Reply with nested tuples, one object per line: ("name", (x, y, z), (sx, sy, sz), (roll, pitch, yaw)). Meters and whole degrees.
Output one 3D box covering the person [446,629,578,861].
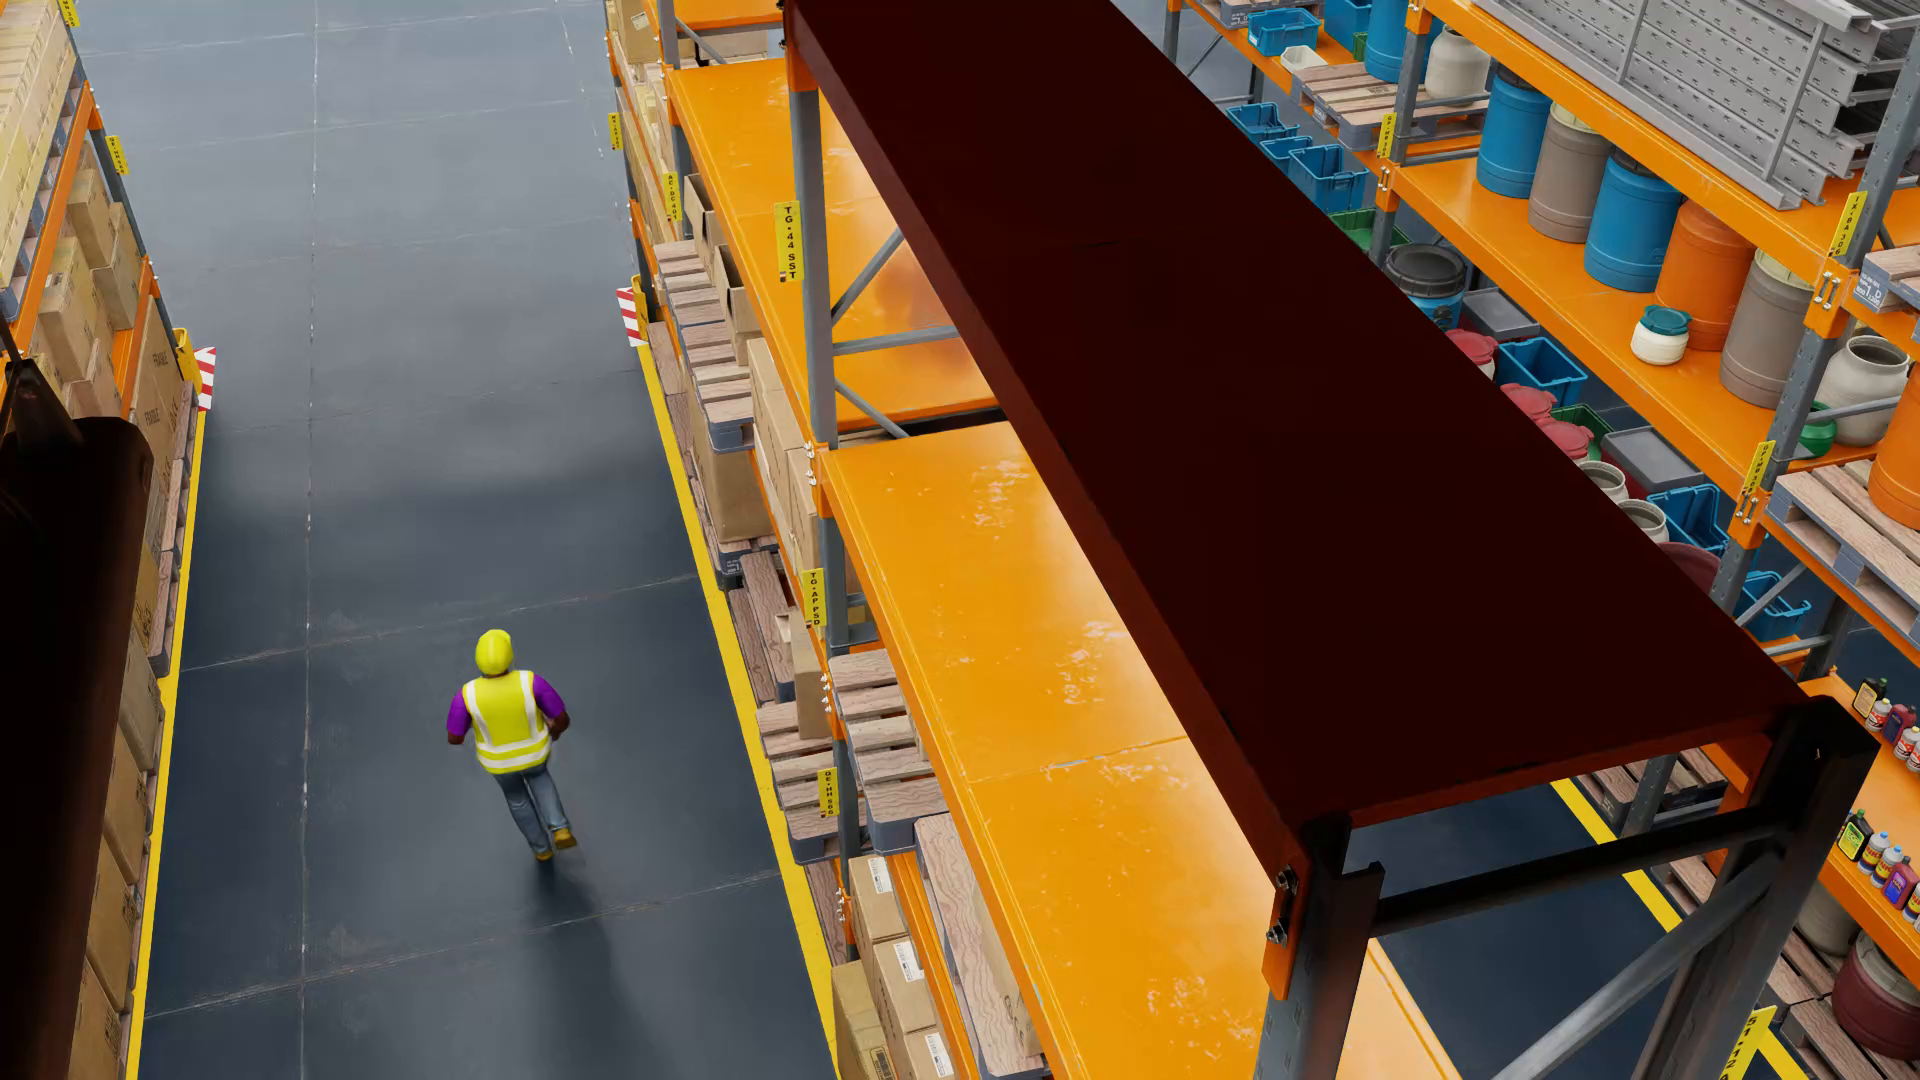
("person", (-2.652, 1.242, 9.876), (0.686, 1.731, 0.617), (-14, 41, -17))
